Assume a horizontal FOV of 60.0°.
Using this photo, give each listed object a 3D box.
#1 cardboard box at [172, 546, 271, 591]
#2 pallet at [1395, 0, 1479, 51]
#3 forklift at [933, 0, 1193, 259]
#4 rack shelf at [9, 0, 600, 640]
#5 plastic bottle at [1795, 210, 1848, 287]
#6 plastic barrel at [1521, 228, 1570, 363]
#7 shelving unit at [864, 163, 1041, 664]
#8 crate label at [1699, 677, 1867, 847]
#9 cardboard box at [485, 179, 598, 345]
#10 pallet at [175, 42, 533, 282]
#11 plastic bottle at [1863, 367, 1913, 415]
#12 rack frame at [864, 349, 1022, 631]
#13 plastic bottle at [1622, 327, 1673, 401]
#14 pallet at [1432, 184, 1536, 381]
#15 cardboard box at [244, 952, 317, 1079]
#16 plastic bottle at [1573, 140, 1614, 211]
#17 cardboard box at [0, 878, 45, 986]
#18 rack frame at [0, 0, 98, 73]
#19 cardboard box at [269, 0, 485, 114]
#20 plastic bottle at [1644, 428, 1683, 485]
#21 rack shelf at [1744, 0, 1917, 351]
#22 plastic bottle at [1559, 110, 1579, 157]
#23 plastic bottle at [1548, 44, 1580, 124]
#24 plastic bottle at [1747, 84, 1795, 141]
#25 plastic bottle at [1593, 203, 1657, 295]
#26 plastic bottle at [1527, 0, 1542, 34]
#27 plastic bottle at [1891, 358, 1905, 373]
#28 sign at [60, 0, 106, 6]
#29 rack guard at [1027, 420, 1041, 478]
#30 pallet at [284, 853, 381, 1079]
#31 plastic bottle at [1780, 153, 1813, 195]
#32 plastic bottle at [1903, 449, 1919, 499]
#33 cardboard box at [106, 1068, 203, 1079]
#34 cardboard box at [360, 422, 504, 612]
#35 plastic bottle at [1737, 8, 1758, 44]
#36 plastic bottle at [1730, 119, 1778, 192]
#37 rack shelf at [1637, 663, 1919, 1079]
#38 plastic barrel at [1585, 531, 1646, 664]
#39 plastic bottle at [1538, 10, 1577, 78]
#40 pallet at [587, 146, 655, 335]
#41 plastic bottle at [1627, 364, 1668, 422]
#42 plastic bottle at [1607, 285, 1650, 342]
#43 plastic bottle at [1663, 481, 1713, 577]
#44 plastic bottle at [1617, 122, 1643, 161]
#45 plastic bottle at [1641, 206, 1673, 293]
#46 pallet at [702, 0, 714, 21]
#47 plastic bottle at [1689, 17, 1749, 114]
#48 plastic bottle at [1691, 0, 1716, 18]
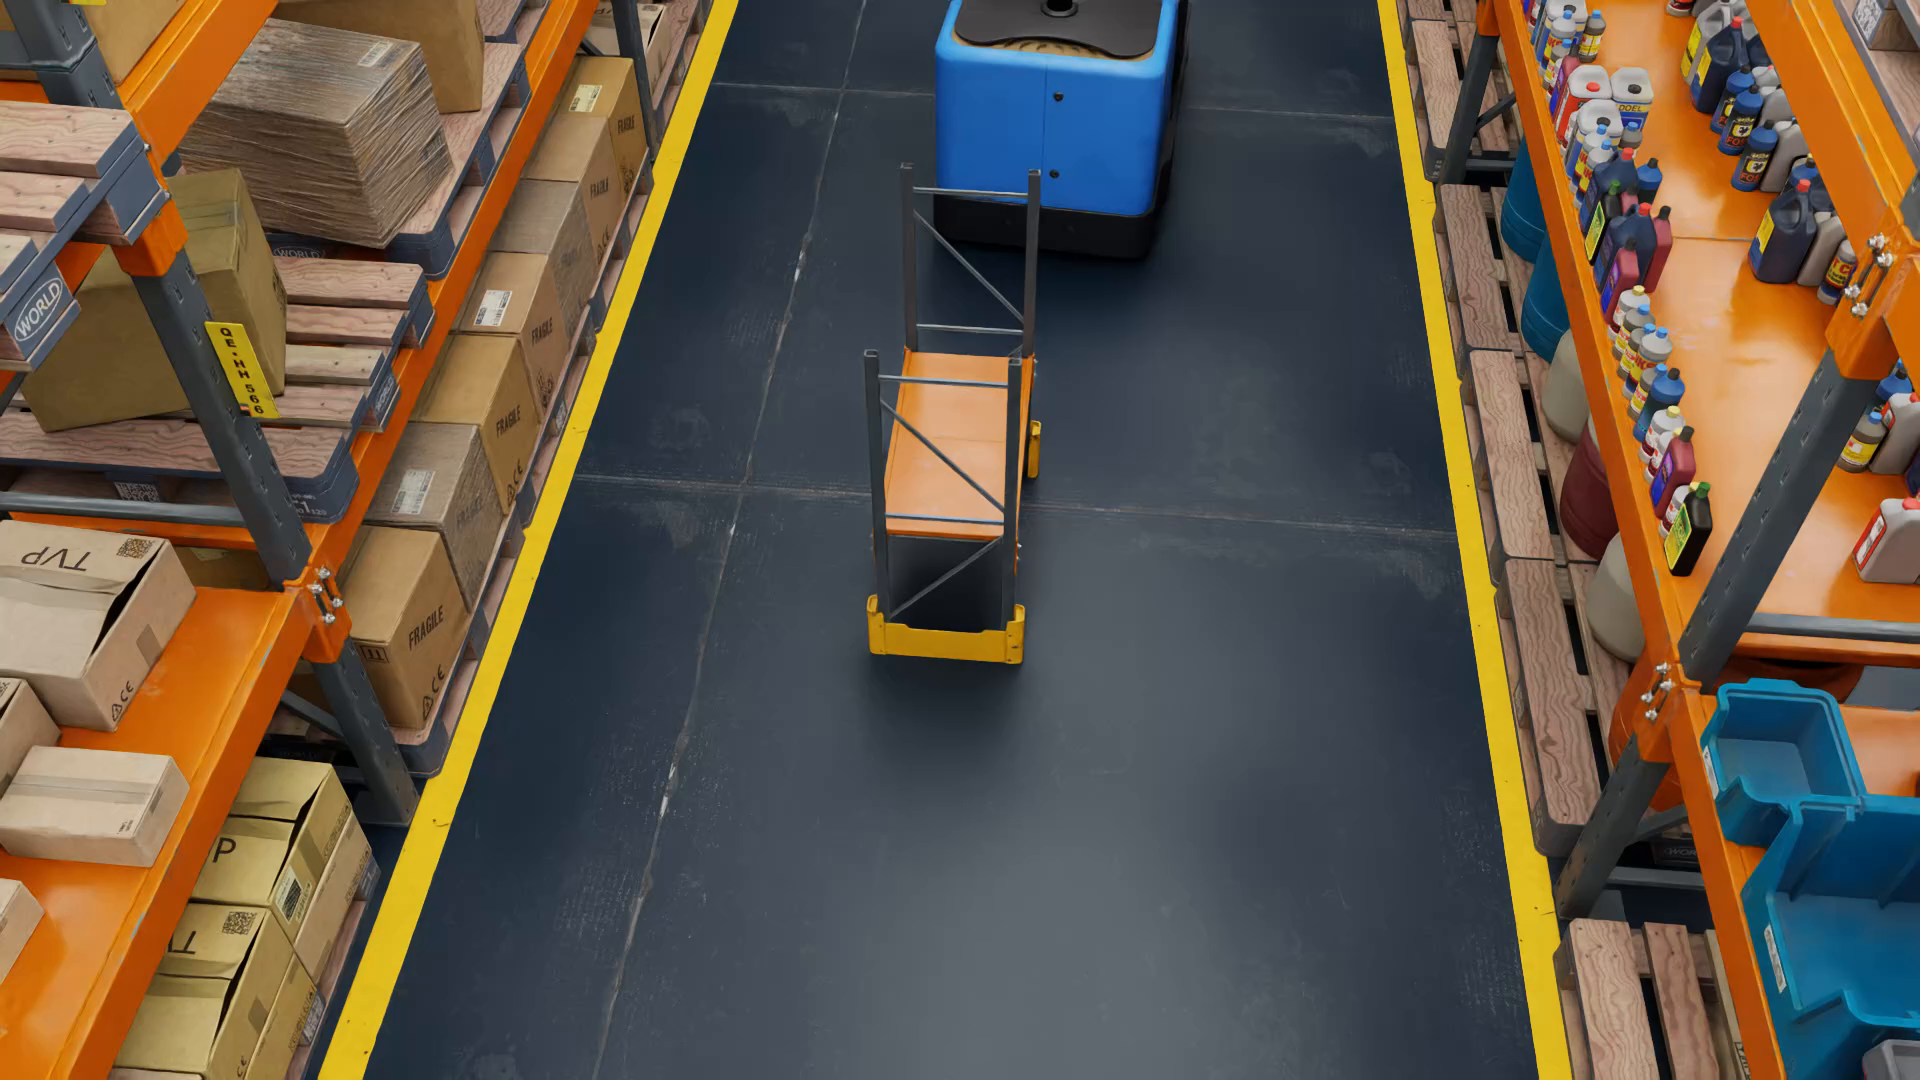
[{"bbox_3d":[-2.569,-0.091,6.196,0.500,0.500,0.500,6,48,5],"label":"cardboard box"},{"bbox_3d":[3.013,-3.187,9.522,1.003,0.211,1.213,4,48,4],"label":"pallet"},{"bbox_3d":[0.640,-3.427,7.898,1.130,2.935,3.031,8,48,7],"label":"forklift"},{"bbox_3d":[-2.238,-1.310,6.403,1.077,0.370,4.000,4,48,4],"label":"rack shelf"},{"bbox_3d":[2.999,-1.021,5.735,0.152,0.276,0.135,4,48,4],"label":"plastic bottle"},{"bbox_3d":[2.745,-1.201,6.953,0.600,0.901,0.708,4,48,4],"label":"plastic barrel"},{"bbox_3d":[-0.007,-0.450,6.145,0.587,1.500,1.083,4,48,4],"label":"shelving unit"},{"bbox_3d":[2.100,0.594,4.288,0.303,0.233,0.416,4,48,4],"label":"crate label"},{"bbox_3d":[-1.915,-1.214,7.224,0.500,0.500,0.500,4,48,4],"label":"cardboard box"},{"bbox_3d":[-2.248,-1.448,6.171,1.003,0.211,1.213,4,48,4],"label":"pallet"},{"bbox_3d":[2.892,-0.428,5.195,0.097,0.271,0.097,0,48,0],"label":"plastic bottle"},{"bbox_3d":[-0.054,-0.070,5.798,0.500,1.500,0.032,4,48,4],"label":"rack frame"},{"bbox_3d":[2.209,-0.569,5.325,0.097,0.271,0.097,0,48,0],"label":"plastic bottle"},{"bbox_3d":[2.764,-1.181,7.687,1.003,0.211,1.213,4,48,4],"label":"pallet"},{"bbox_3d":[-2.269,1.485,4.938,0.500,0.250,0.500,3,48,3],"label":"cardboard box"},{"bbox_3d":[2.302,-1.323,6.014,0.097,0.271,0.097,0,48,0],"label":"plastic bottle"},{"bbox_3d":[-2.481,0.943,4.025,0.380,0.149,0.250,7,48,6],"label":"cardboard box"},{"bbox_3d":[-2.421,-2.108,2.580,1.000,3.000,0.127,4,48,4],"label":"rack frame"},{"bbox_3d":[-2.156,-1.896,6.099,0.700,0.500,0.500,-7,48,-6],"label":"cardboard box"},{"bbox_3d":[2.173,-0.259,5.089,0.097,0.201,0.097,0,48,0],"label":"plastic bottle"},{"bbox_3d":[2.694,-1.986,4.989,1.077,0.370,4.000,4,48,4],"label":"rack shelf"},{"bbox_3d":[2.332,-1.541,6.262,0.097,0.201,0.097,0,48,0],"label":"plastic bottle"},{"bbox_3d":[2.337,-1.754,6.400,0.061,0.283,0.133,4,48,4],"label":"plastic bottle"},{"bbox_3d":[3.071,-1.595,6.261,0.152,0.276,0.135,4,48,4],"label":"plastic bottle"},{"bbox_3d":[2.284,-1.011,5.675,0.144,0.351,0.185,4,48,4],"label":"plastic bottle"},{"bbox_3d":[2.413,-2.195,6.859,0.097,0.201,0.097,0,48,0],"label":"plastic bottle"},{"bbox_3d":[2.965,-0.498,5.307,0.097,0.201,0.097,0,48,0],"label":"plastic bottle"},{"bbox_3d":[-1.869,-1.253,3.427,0.100,0.325,0.005,4,48,4],"label":"sign"},{"bbox_3d":[0.038,-0.394,6.941,0.587,0.250,0.087,4,48,4],"label":"rack guard"},{"bbox_3d":[-2.535,1.460,5.271,1.003,0.211,1.213,4,48,4],"label":"pallet"},{"bbox_3d":[3.066,-1.313,6.053,0.097,0.201,0.097,0,48,0],"label":"plastic bottle"},{"bbox_3d":[2.948,-0.243,5.018,0.061,0.283,0.133,4,48,4],"label":"plastic bottle"},{"bbox_3d":[-2.313,1.668,4.390,0.500,0.311,0.500,4,48,3],"label":"cardboard box"},{"bbox_3d":[-2.053,-0.088,6.194,0.500,0.500,0.500,2,48,2],"label":"cardboard box"},{"bbox_3d":[3.118,-1.973,6.555,0.144,0.351,0.185,4,48,4],"label":"plastic bottle"},{"bbox_3d":[2.924,-1.418,6.102,0.097,0.271,0.097,0,48,0],"label":"plastic bottle"},{"bbox_3d":[2.329,1.965,3.407,1.077,0.370,4.000,4,48,4],"label":"rack shelf"},{"bbox_3d":[2.502,0.169,5.964,0.421,0.512,0.421,0,48,0],"label":"plastic barrel"},{"bbox_3d":[2.383,-1.976,6.612,0.097,0.271,0.097,0,48,0],"label":"plastic bottle"},{"bbox_3d":[-2.093,-1.481,7.962,1.003,0.211,1.213,4,48,4],"label":"pallet"},{"bbox_3d":[2.200,-0.474,5.285,0.097,0.201,0.097,0,48,0],"label":"plastic bottle"},{"bbox_3d":[2.236,-0.760,5.547,0.097,0.201,0.097,0,48,0],"label":"plastic bottle"},{"bbox_3d":[2.124,-0.034,4.827,0.061,0.283,0.133,4,48,4],"label":"plastic bottle"},{"bbox_3d":[2.475,-1.459,6.187,0.097,0.201,0.097,0,48,0],"label":"plastic bottle"},{"bbox_3d":[2.388,-1.000,5.711,0.061,0.283,0.133,4,48,4],"label":"plastic bottle"},{"bbox_3d":[-1.884,-3.485,9.794,1.003,0.211,1.213,4,48,4],"label":"pallet"},{"bbox_3d":[2.958,-1.846,6.439,0.144,0.351,0.185,4,48,4],"label":"plastic bottle"},{"bbox_3d":[3.162,-2.333,6.935,0.152,0.276,0.135,4,48,4],"label":"plastic bottle"}]
